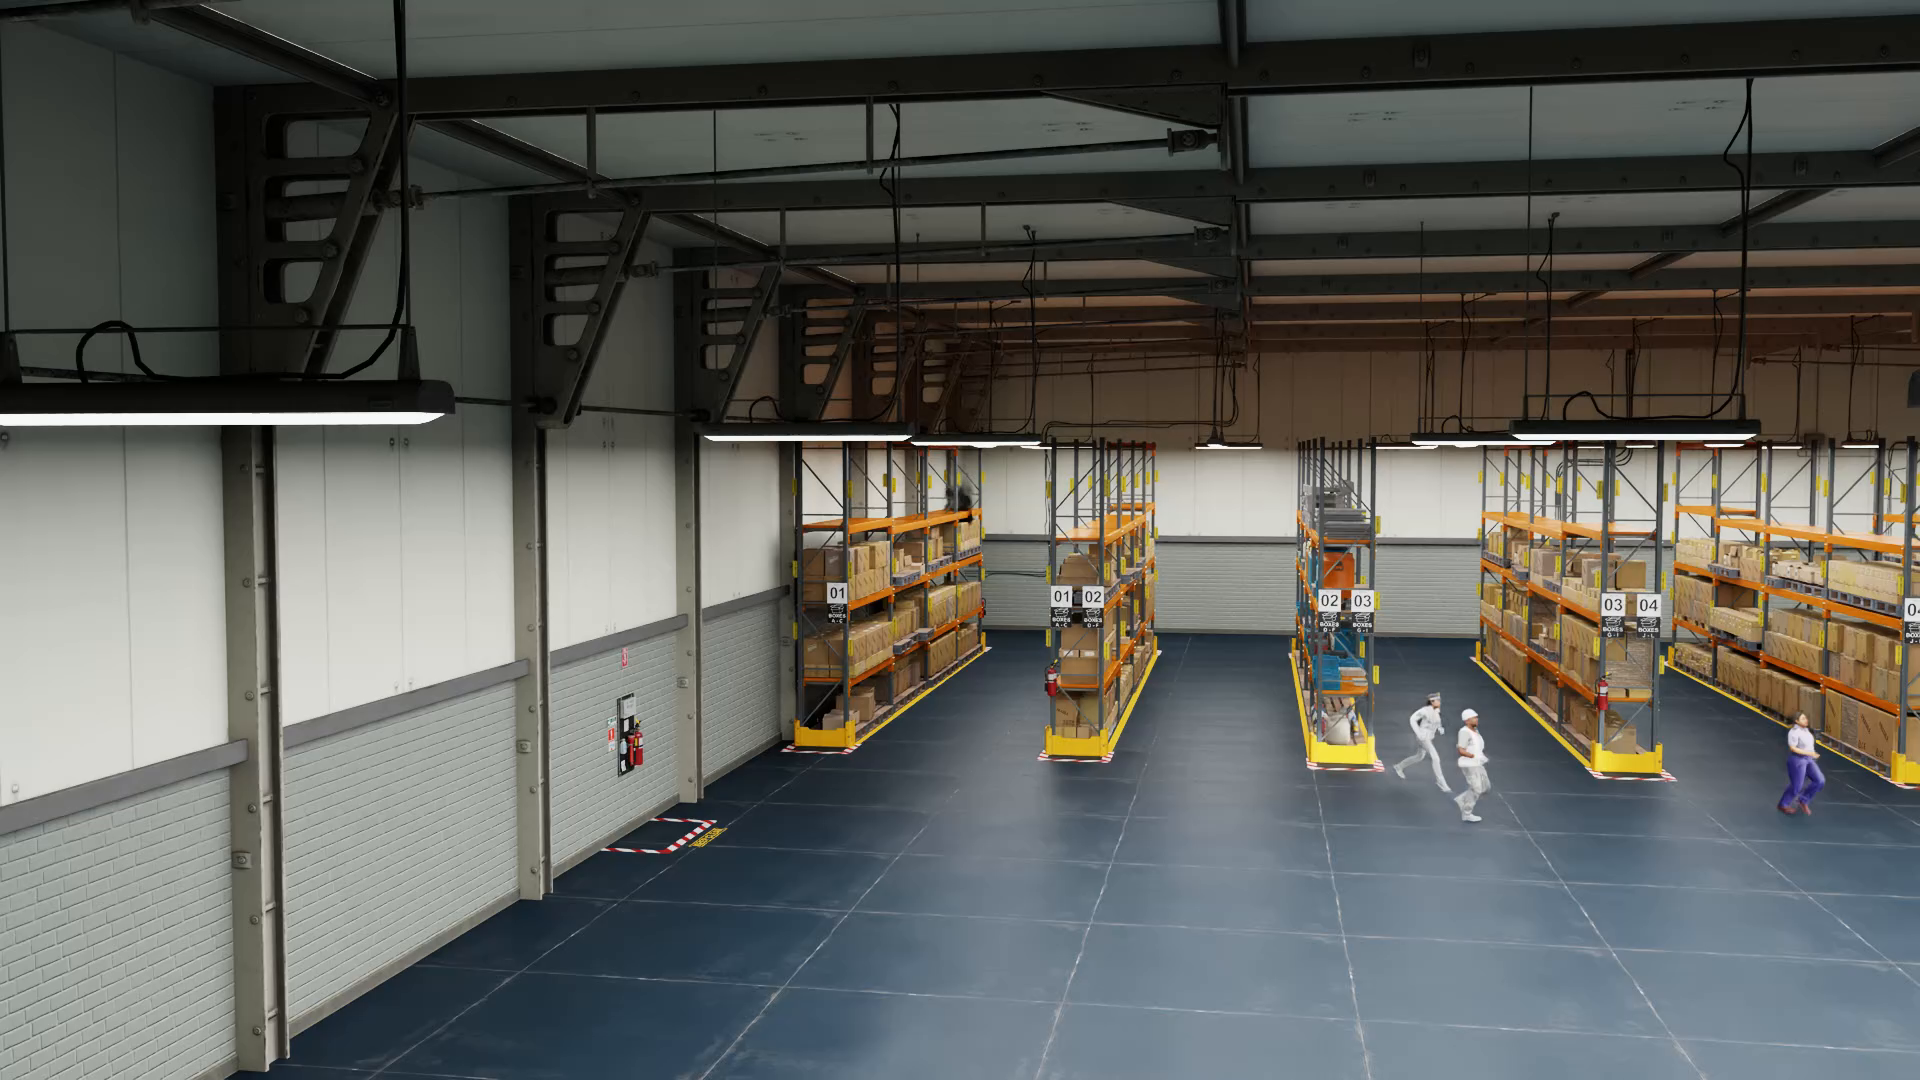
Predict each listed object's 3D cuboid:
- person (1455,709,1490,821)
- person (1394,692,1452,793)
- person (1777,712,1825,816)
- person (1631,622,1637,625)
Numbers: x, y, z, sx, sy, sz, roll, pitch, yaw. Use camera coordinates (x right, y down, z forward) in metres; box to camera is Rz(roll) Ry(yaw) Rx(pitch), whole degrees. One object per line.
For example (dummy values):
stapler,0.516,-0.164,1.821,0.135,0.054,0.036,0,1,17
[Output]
person,7.944,3.486,25.747,0.608,1.735,0.675,2,4,35
person,7.874,3.401,28.288,1.066,1.684,0.619,2,4,39
person,13.272,3.532,26.237,0.610,1.638,0.648,-2,4,-36
person,17.729,2.542,44.173,0.724,1.701,0.933,1,3,18
